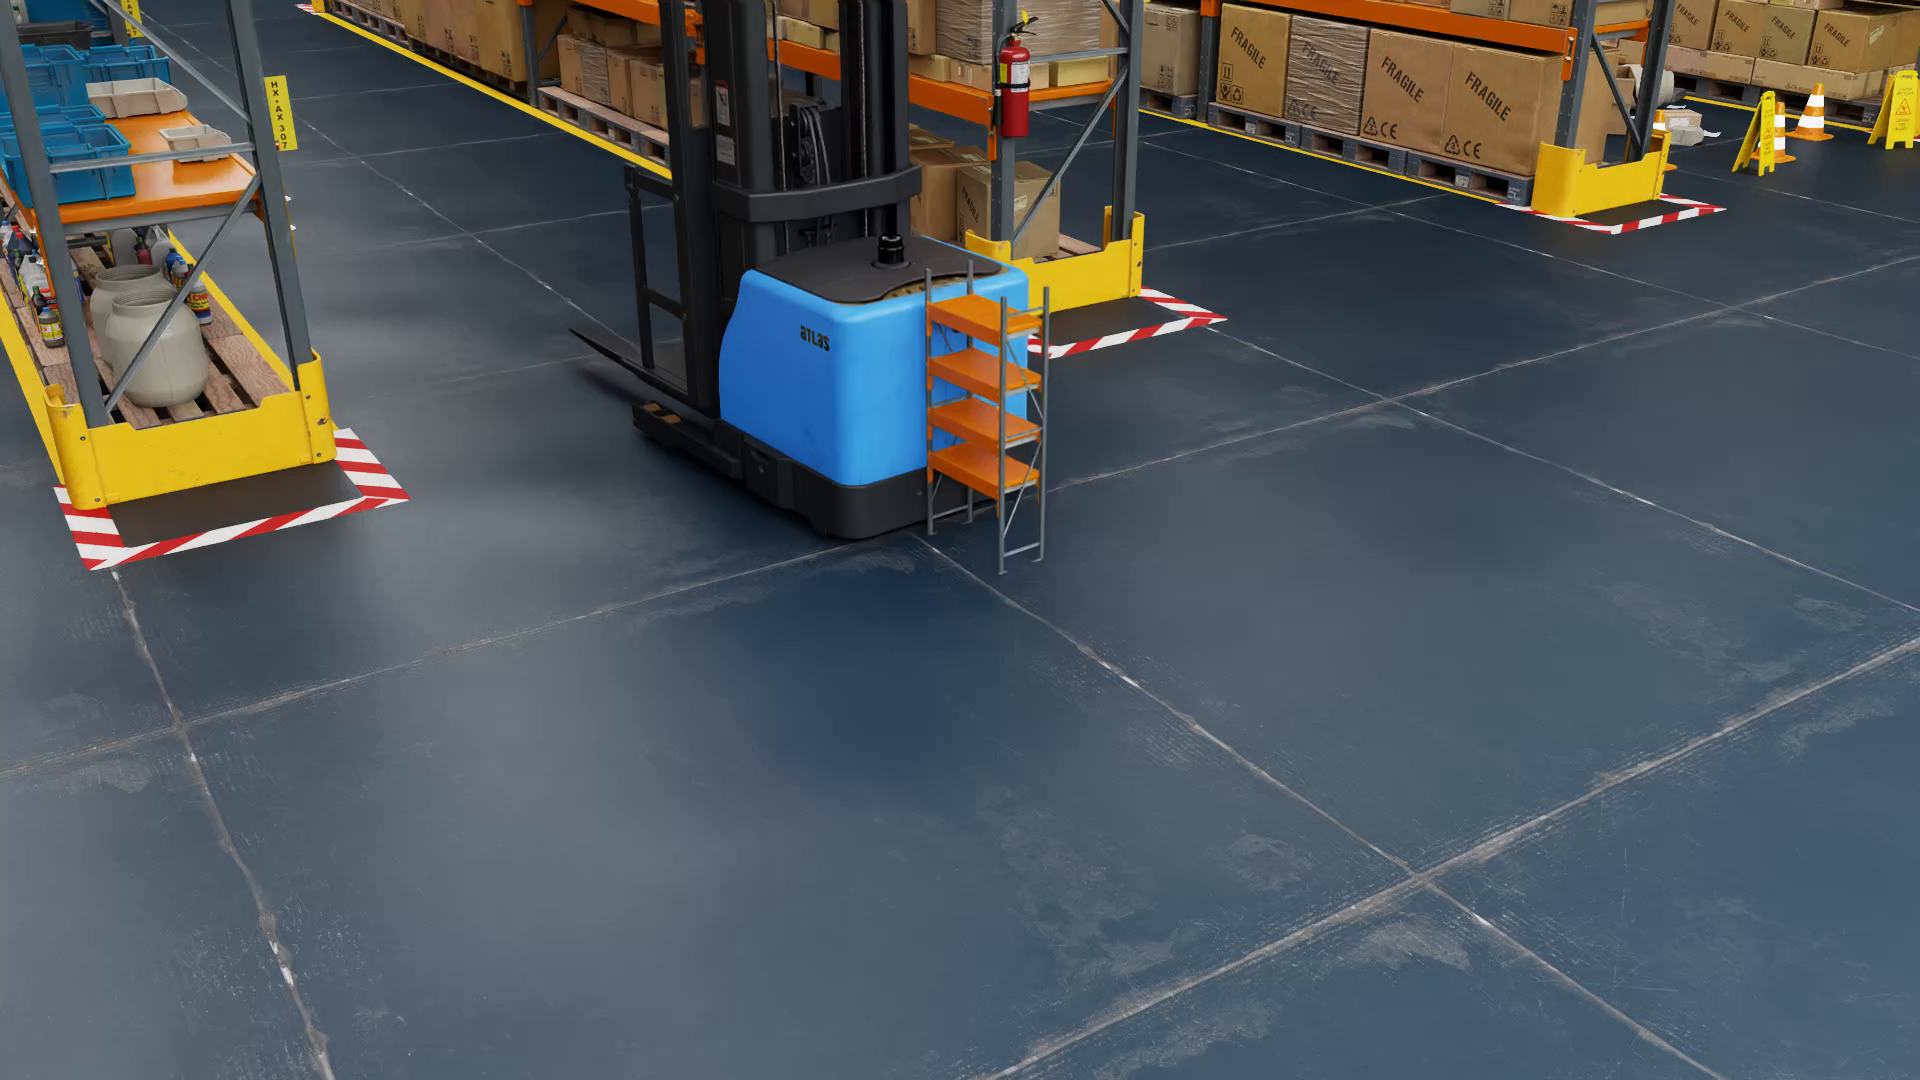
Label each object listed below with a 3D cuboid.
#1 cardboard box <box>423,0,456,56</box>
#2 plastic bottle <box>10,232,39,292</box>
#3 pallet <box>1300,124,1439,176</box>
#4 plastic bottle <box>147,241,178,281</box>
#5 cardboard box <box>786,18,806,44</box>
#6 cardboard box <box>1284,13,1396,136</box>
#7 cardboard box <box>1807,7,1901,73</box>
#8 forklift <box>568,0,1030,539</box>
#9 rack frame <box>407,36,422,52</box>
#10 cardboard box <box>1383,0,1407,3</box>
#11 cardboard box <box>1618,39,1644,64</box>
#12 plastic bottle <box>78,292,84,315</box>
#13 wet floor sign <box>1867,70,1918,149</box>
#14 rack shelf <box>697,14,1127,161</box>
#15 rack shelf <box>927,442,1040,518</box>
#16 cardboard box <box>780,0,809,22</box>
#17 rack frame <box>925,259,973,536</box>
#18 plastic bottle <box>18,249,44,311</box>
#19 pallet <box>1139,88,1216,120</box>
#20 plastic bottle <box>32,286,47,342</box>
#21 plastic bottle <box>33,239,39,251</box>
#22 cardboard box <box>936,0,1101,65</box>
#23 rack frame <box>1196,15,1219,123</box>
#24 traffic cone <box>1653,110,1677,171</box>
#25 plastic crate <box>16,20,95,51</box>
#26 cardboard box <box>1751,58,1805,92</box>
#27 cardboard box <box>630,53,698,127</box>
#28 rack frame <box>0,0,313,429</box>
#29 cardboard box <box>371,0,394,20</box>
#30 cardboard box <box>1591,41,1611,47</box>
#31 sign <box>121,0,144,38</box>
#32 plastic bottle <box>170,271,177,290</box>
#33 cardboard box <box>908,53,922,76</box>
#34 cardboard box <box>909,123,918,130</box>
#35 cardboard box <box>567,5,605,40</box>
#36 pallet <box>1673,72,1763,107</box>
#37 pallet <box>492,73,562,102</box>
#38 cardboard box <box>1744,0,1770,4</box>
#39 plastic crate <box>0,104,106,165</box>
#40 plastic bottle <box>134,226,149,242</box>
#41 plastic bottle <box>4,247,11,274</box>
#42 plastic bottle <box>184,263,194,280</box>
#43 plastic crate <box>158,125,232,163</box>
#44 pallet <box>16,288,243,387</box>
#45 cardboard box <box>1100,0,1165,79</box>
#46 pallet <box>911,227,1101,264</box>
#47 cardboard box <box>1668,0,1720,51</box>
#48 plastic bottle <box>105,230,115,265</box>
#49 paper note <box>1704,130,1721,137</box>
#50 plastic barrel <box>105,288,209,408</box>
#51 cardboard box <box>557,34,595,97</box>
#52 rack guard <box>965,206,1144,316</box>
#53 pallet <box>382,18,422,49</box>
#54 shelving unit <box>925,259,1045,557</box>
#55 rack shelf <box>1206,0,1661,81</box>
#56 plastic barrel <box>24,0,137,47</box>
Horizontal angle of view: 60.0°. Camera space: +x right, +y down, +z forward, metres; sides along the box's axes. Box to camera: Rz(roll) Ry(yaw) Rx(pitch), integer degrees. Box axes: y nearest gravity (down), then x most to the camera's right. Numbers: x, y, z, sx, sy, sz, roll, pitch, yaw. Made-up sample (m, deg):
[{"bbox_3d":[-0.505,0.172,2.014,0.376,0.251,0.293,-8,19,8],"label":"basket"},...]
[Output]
[{"bbox_3d":[-5.064,-5.794,18.007,1.225,0.875,0.875,-17,30,-31],"label":"cardboard box"},{"bbox_3d":[-5.505,-1.641,9.800,0.144,0.351,0.185,-17,30,-32],"label":"plastic bottle"},{"bbox_3d":[3.679,-3.379,14.160,1.003,0.211,1.213,-16,29,-30],"label":"pallet"},{"bbox_3d":[-4.742,-1.654,9.915,0.152,0.276,0.135,-15,29,-29],"label":"plastic bottle"},{"bbox_3d":[-0.983,-3.545,11.540,0.380,0.149,0.250,-16,29,-30],"label":"cardboard box"},{"bbox_3d":[3.439,-4.033,14.277,0.875,0.875,0.875,-15,29,-29],"label":"cardboard box"},{"bbox_3d":[8.279,-4.637,15.410,0.500,0.500,0.500,-15,29,-29],"label":"cardboard box"},{"bbox_3d":[4.785,-4.932,14.264,18.991,2.935,7.136,-18,31,-34],"label":"forklift"},{"bbox_3d":[-5.919,-7.109,18.794,1.000,3.000,0.127,-16,29,-30],"label":"rack frame"},{"bbox_3d":[3.759,-4.727,13.575,0.875,0.550,0.500,-16,29,-30],"label":"cardboard box"},{"bbox_3d":[7.148,-5.041,17.143,0.500,0.250,0.500,-14,29,-27],"label":"cardboard box"},{"bbox_3d":[-4.984,-1.332,9.321,0.097,0.201,0.097,0,25,0],"label":"plastic bottle"},{"bbox_3d":[8.142,-3.744,14.425,0.267,0.644,0.232,-6,26,-12],"label":"wet floor sign"},{"bbox_3d":[-0.460,-3.206,11.371,1.077,0.370,4.000,-16,29,-30],"label":"rack shelf"},{"bbox_3d":[0.106,-0.270,7.039,0.258,0.148,0.480,-18,31,-34],"label":"rack shelf"},{"bbox_3d":[-0.757,-3.909,11.551,0.875,0.500,0.500,-16,29,-30],"label":"cardboard box"},{"bbox_3d":[-0.045,-0.592,7.099,0.240,1.200,0.015,-18,31,-34],"label":"rack frame"},{"bbox_3d":[-5.273,-1.489,9.478,0.144,0.351,0.185,-16,30,-30],"label":"plastic bottle"},{"bbox_3d":[2.175,-4.364,16.248,1.003,0.211,1.213,-16,29,-30],"label":"pallet"},{"bbox_3d":[-4.967,-1.225,8.998,0.061,0.283,0.133,-15,29,-28],"label":"plastic bottle"},{"bbox_3d":[-5.488,-1.742,10.014,0.144,0.351,0.185,-16,29,-30],"label":"plastic bottle"},{"bbox_3d":[0.355,-3.199,10.048,0.875,0.500,0.500,-16,29,-30],"label":"cardboard box"},{"bbox_3d":[2.659,-5.367,15.105,1.000,3.000,0.127,-16,29,-30],"label":"rack frame"},{"bbox_3d":[5.743,-3.310,13.719,0.336,0.463,0.334,-16,29,-30],"label":"traffic cone"},{"bbox_3d":[-5.522,-2.848,9.842,0.767,0.338,0.504,-16,29,-30],"label":"plastic crate"},{"bbox_3d":[7.992,-4.486,15.968,0.500,0.250,0.500,-15,29,-29],"label":"cardboard box"},{"bbox_3d":[-2.419,-3.915,14.443,0.700,0.500,0.500,-18,31,-34],"label":"cardboard box"},{"bbox_3d":[-3.518,-1.662,7.257,1.000,3.000,0.127,-16,29,-30],"label":"rack frame"},{"bbox_3d":[-6.703,-6.914,20.380,0.875,0.875,0.875,-16,29,-30],"label":"cardboard box"},{"bbox_3d":[6.196,-4.727,16.675,0.500,0.500,0.500,3,25,6],"label":"cardboard box"},{"bbox_3d":[-5.234,-3.342,10.492,0.100,0.325,0.005,-16,29,-30],"label":"sign"},{"bbox_3d":[-4.542,-1.511,9.699,0.097,0.201,0.097,0,25,0],"label":"plastic bottle"},{"bbox_3d":[-0.136,-3.017,10.421,0.380,0.149,0.250,-16,29,-30],"label":"cardboard box"},{"bbox_3d":[-0.643,-2.747,11.992,0.500,0.500,0.500,-19,31,-34],"label":"cardboard box"},{"bbox_3d":[-3.344,-4.853,15.551,0.500,0.250,0.500,-14,29,-28],"label":"cardboard box"},{"bbox_3d":[7.818,-4.627,16.804,1.003,0.211,1.213,-16,29,-30],"label":"pallet"},{"bbox_3d":[-4.102,-4.716,16.994,1.003,0.211,1.213,-16,29,-30],"label":"pallet"},{"bbox_3d":[7.746,-5.232,15.909,0.380,0.149,0.250,-14,29,-27],"label":"cardboard box"},{"bbox_3d":[-4.391,-1.938,8.015,0.499,0.251,0.408,-16,29,-30],"label":"plastic crate"},{"bbox_3d":[-5.004,-1.862,10.269,0.144,0.351,0.185,-17,30,-32],"label":"plastic bottle"},{"bbox_3d":[-5.784,-1.738,10.180,0.097,0.201,0.097,0,25,0],"label":"plastic bottle"},{"bbox_3d":[-4.355,-1.439,9.451,0.061,0.283,0.133,-15,29,-29],"label":"plastic bottle"},{"bbox_3d":[-3.737,-1.938,8.151,0.298,0.136,0.250,-16,29,-30],"label":"plastic crate"},{"bbox_3d":[-4.700,-1.145,9.429,1.003,0.211,1.213,-16,29,-30],"label":"pallet"},{"bbox_3d":[1.722,-5.086,16.654,1.050,0.750,0.750,-16,29,-30],"label":"cardboard box"},{"bbox_3d":[0.177,-1.881,10.988,1.003,0.211,1.213,-16,29,-30],"label":"pallet"},{"bbox_3d":[7.431,-5.194,16.589,0.500,0.500,0.500,-14,29,-27],"label":"cardboard box"},{"bbox_3d":[-5.229,-1.897,10.343,0.144,0.351,0.185,-16,29,-30],"label":"plastic bottle"},{"bbox_3d":[6.751,-3.658,14.962,0.142,0.019,0.148,18,31,33],"label":"paper note"},{"bbox_3d":[-3.941,-0.945,8.160,0.421,0.512,0.421,0,25,0],"label":"plastic barrel"},{"bbox_3d":[-3.353,-4.511,15.706,0.700,0.500,0.500,-17,30,-32],"label":"cardboard box"},{"bbox_3d":[0.591,-1.713,10.294,1.175,0.500,0.348,-16,29,-30],"label":"rack guard"},{"bbox_3d":[-6.268,-6.138,20.004,1.003,0.211,1.213,-16,29,-30],"label":"pallet"},{"bbox_3d":[0.104,-0.511,6.927,0.258,1.200,0.499,-18,31,-34],"label":"shelving unit"},{"bbox_3d":[3.751,-4.326,13.743,1.077,0.370,4.000,-16,29,-30],"label":"rack shelf"},{"bbox_3d":[-5.658,-3.528,10.623,0.600,0.901,0.708,-16,29,-30],"label":"plastic barrel"}]
